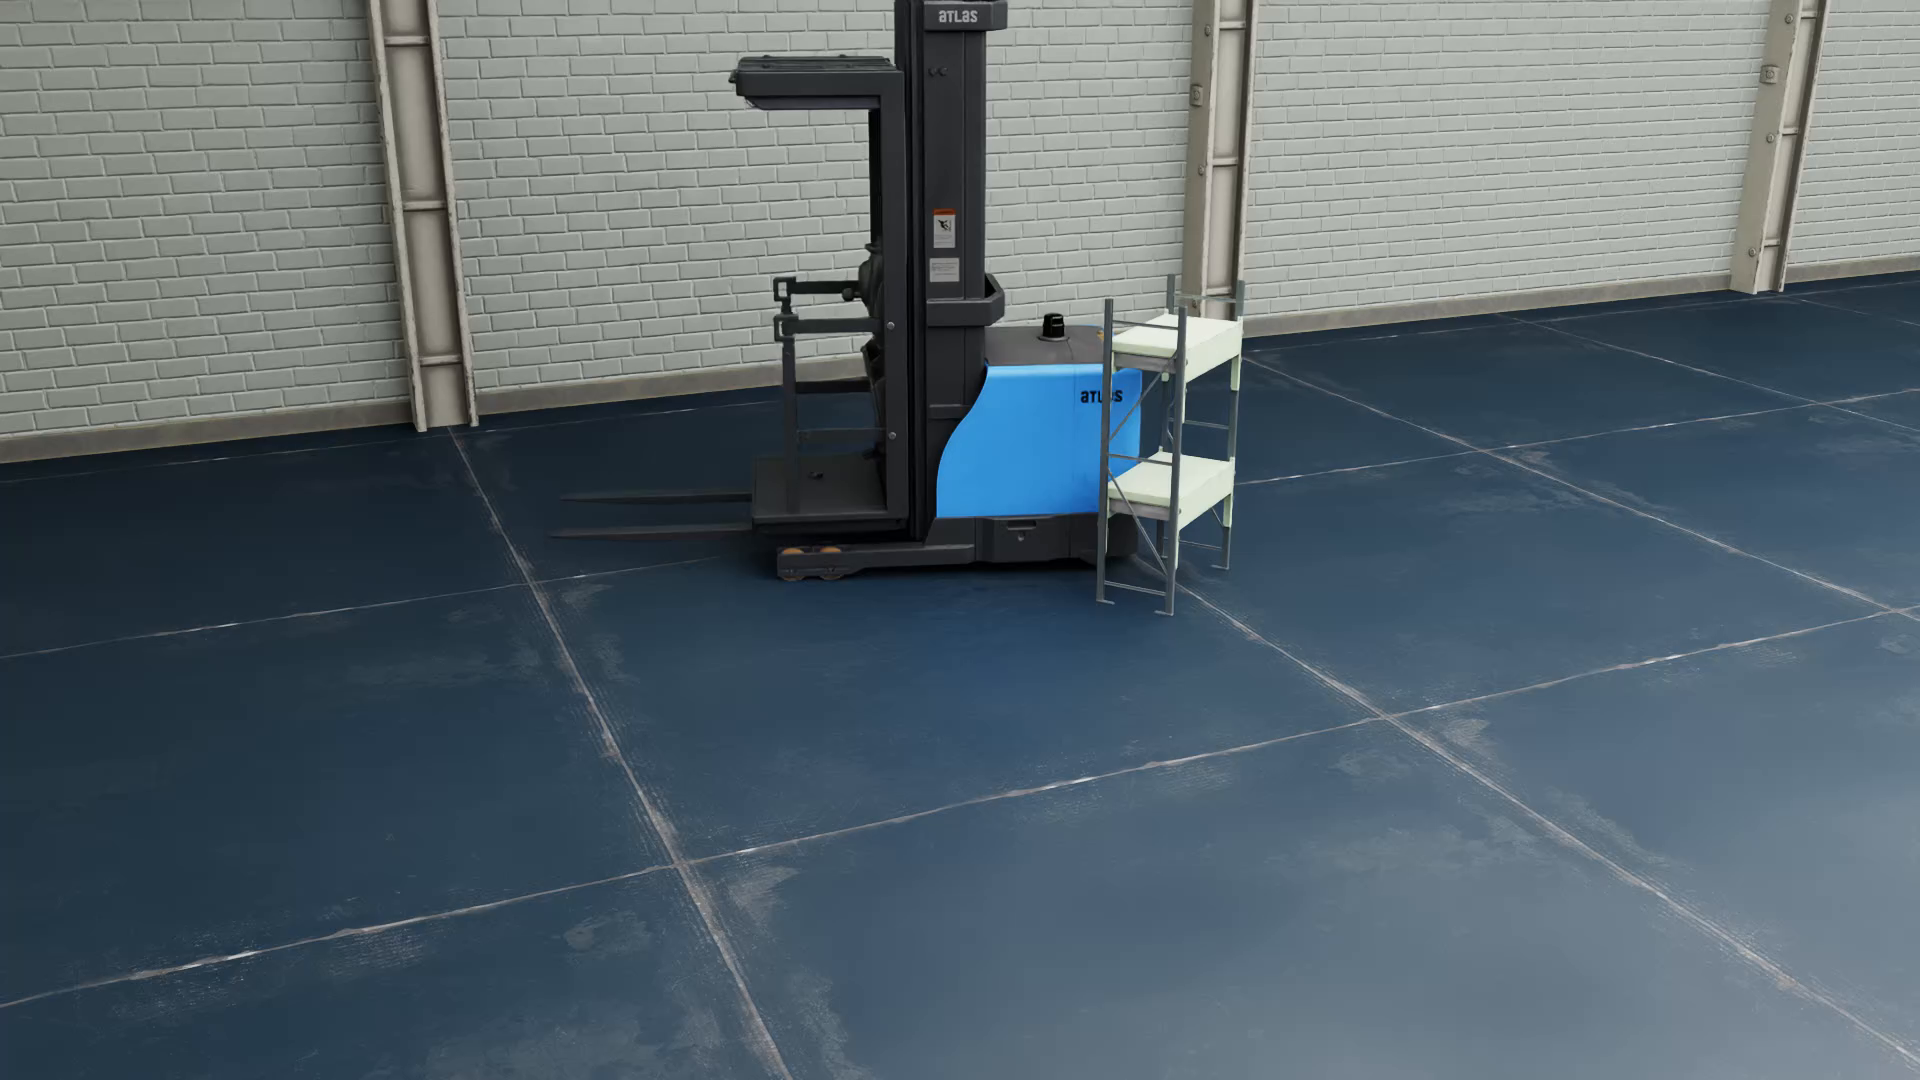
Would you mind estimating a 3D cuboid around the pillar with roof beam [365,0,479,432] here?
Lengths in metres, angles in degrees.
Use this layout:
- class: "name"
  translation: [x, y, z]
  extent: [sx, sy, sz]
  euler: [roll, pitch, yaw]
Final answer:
- class: "pillar with roof beam"
  translation: [-1.781, -3.724, 6.048]
  extent: [0.400, 9.000, 9.100]
  euler: [-8, 21, -22]

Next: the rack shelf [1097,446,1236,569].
- class: "rack shelf"
  translation: [1.028, -0.173, 8.237]
  extent: [0.431, 0.370, 0.720]
  euler: [11, 22, 28]

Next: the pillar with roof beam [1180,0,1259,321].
- class: "pillar with roof beam"
  translation: [3.728, -4.513, 8.290]
  extent: [0.400, 9.000, 9.100]
  euler: [-8, 21, -22]

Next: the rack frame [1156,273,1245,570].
- class: "rack frame"
  translation: [1.210, -0.586, 8.429]
  extent: [0.400, 1.500, 0.023]
  euler: [11, 22, 28]

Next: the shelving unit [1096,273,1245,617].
- class: "shelving unit"
  translation: [1.028, -0.481, 8.129]
  extent: [0.431, 1.500, 0.755]
  euler: [11, 22, 28]

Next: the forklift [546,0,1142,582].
- class: "forklift"
  translation: [-0.624, -1.355, 8.458]
  extent: [3.031, 2.935, 1.130]
  euler: [-2, 19, -6]

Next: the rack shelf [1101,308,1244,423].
- class: "rack shelf"
  translation: [1.028, -0.849, 7.999]
  extent: [0.431, 0.370, 0.720]
  euler: [11, 22, 28]

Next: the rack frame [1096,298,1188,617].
- class: "rack frame"
  translation: [0.847, -0.375, 7.829]
  extent: [0.400, 1.500, 0.023]
  euler: [11, 22, 28]

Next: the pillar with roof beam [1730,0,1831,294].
- class: "pillar with roof beam"
  translation: [9.238, -5.302, 10.532]
  extent: [0.400, 9.000, 9.100]
  euler: [-8, 21, -22]
